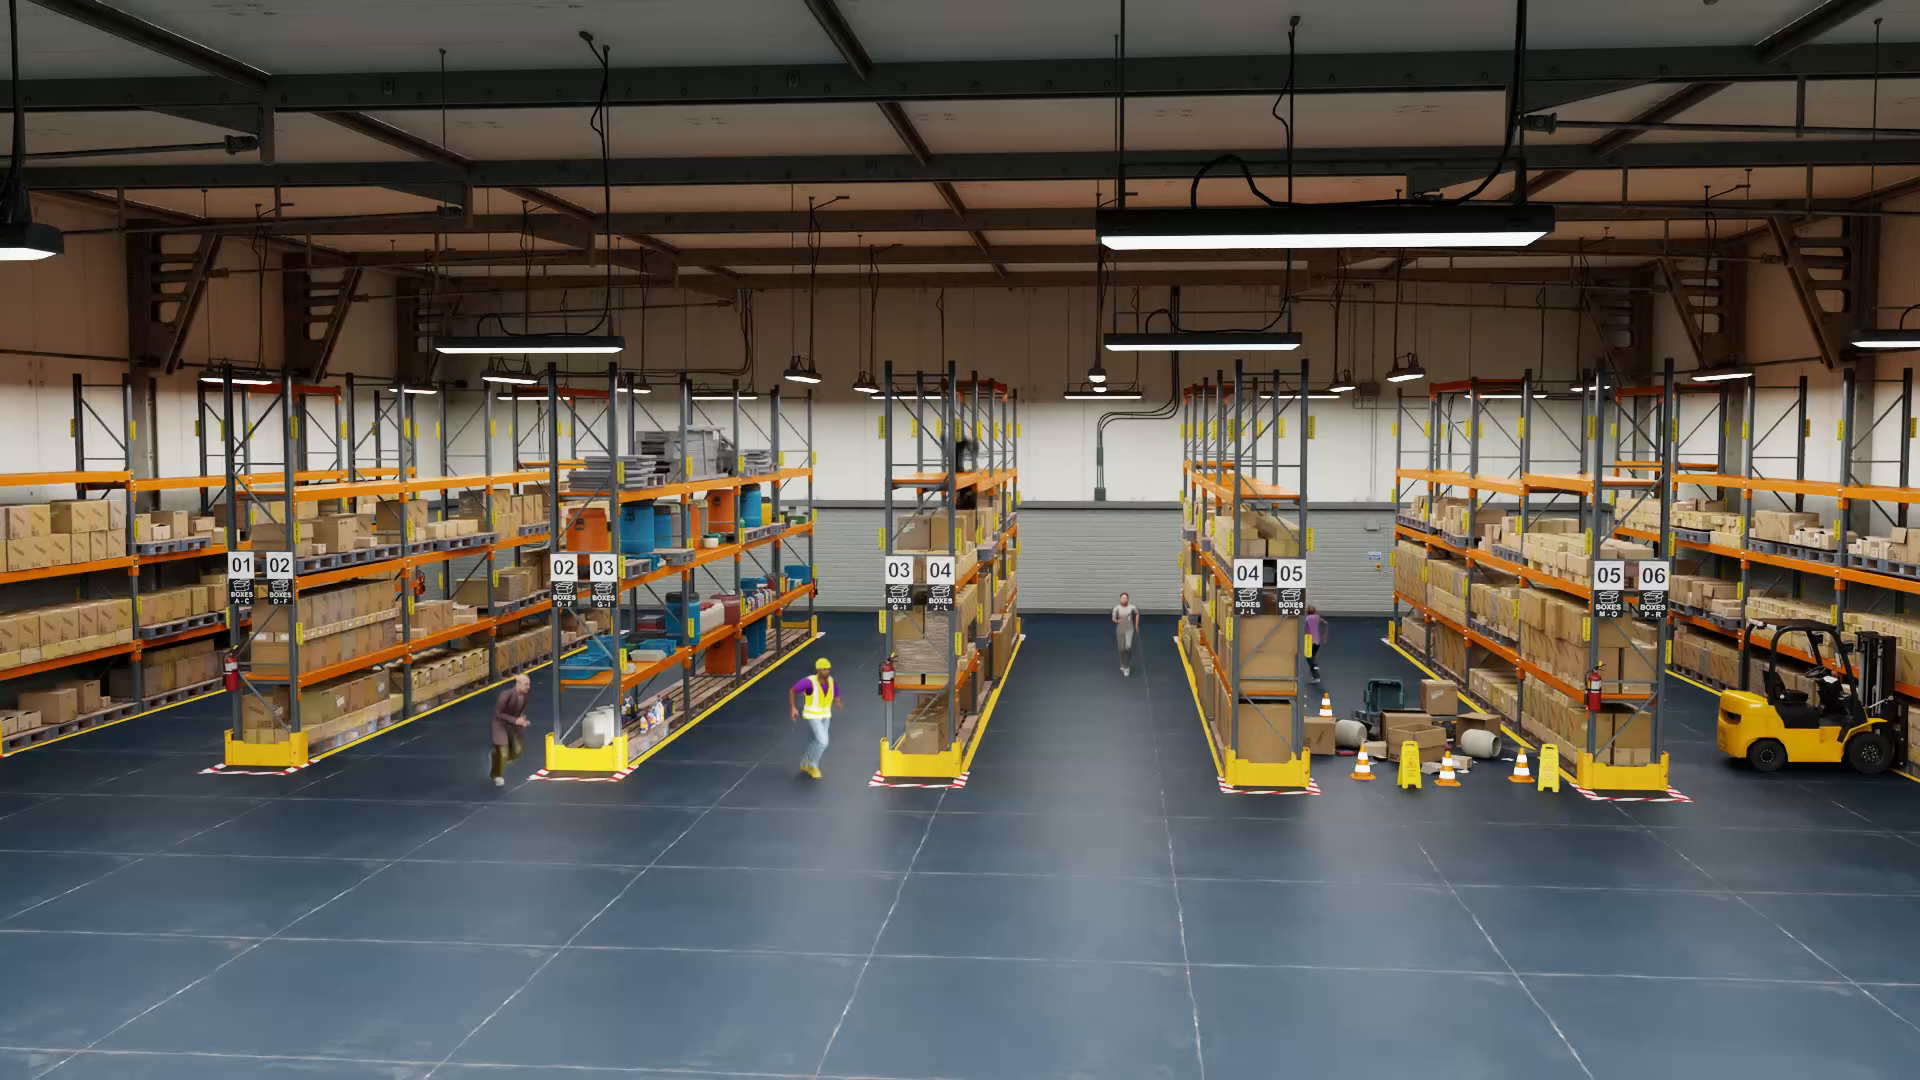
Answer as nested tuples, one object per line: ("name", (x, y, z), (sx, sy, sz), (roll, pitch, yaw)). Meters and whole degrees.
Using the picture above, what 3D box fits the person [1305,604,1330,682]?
("person", (7.046, 2.045, 33.124), (0.623, 1.553, 0.549), (-1, 4, -8))

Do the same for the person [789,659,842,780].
("person", (-2.037, 2.581, 23.888), (0.679, 1.771, 0.846), (-4, 5, -44))

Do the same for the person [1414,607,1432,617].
("person", (11.688, 1.409, 41.769), (0.907, 1.649, 0.584), (-1, 4, -11))

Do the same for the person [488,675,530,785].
("person", (-6.323, 2.668, 23.485), (0.870, 1.593, 0.736), (2, 4, 30))

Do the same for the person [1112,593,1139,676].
("person", (3.387, 1.926, 34.122), (0.532, 1.714, 0.818), (1, 4, 11))
